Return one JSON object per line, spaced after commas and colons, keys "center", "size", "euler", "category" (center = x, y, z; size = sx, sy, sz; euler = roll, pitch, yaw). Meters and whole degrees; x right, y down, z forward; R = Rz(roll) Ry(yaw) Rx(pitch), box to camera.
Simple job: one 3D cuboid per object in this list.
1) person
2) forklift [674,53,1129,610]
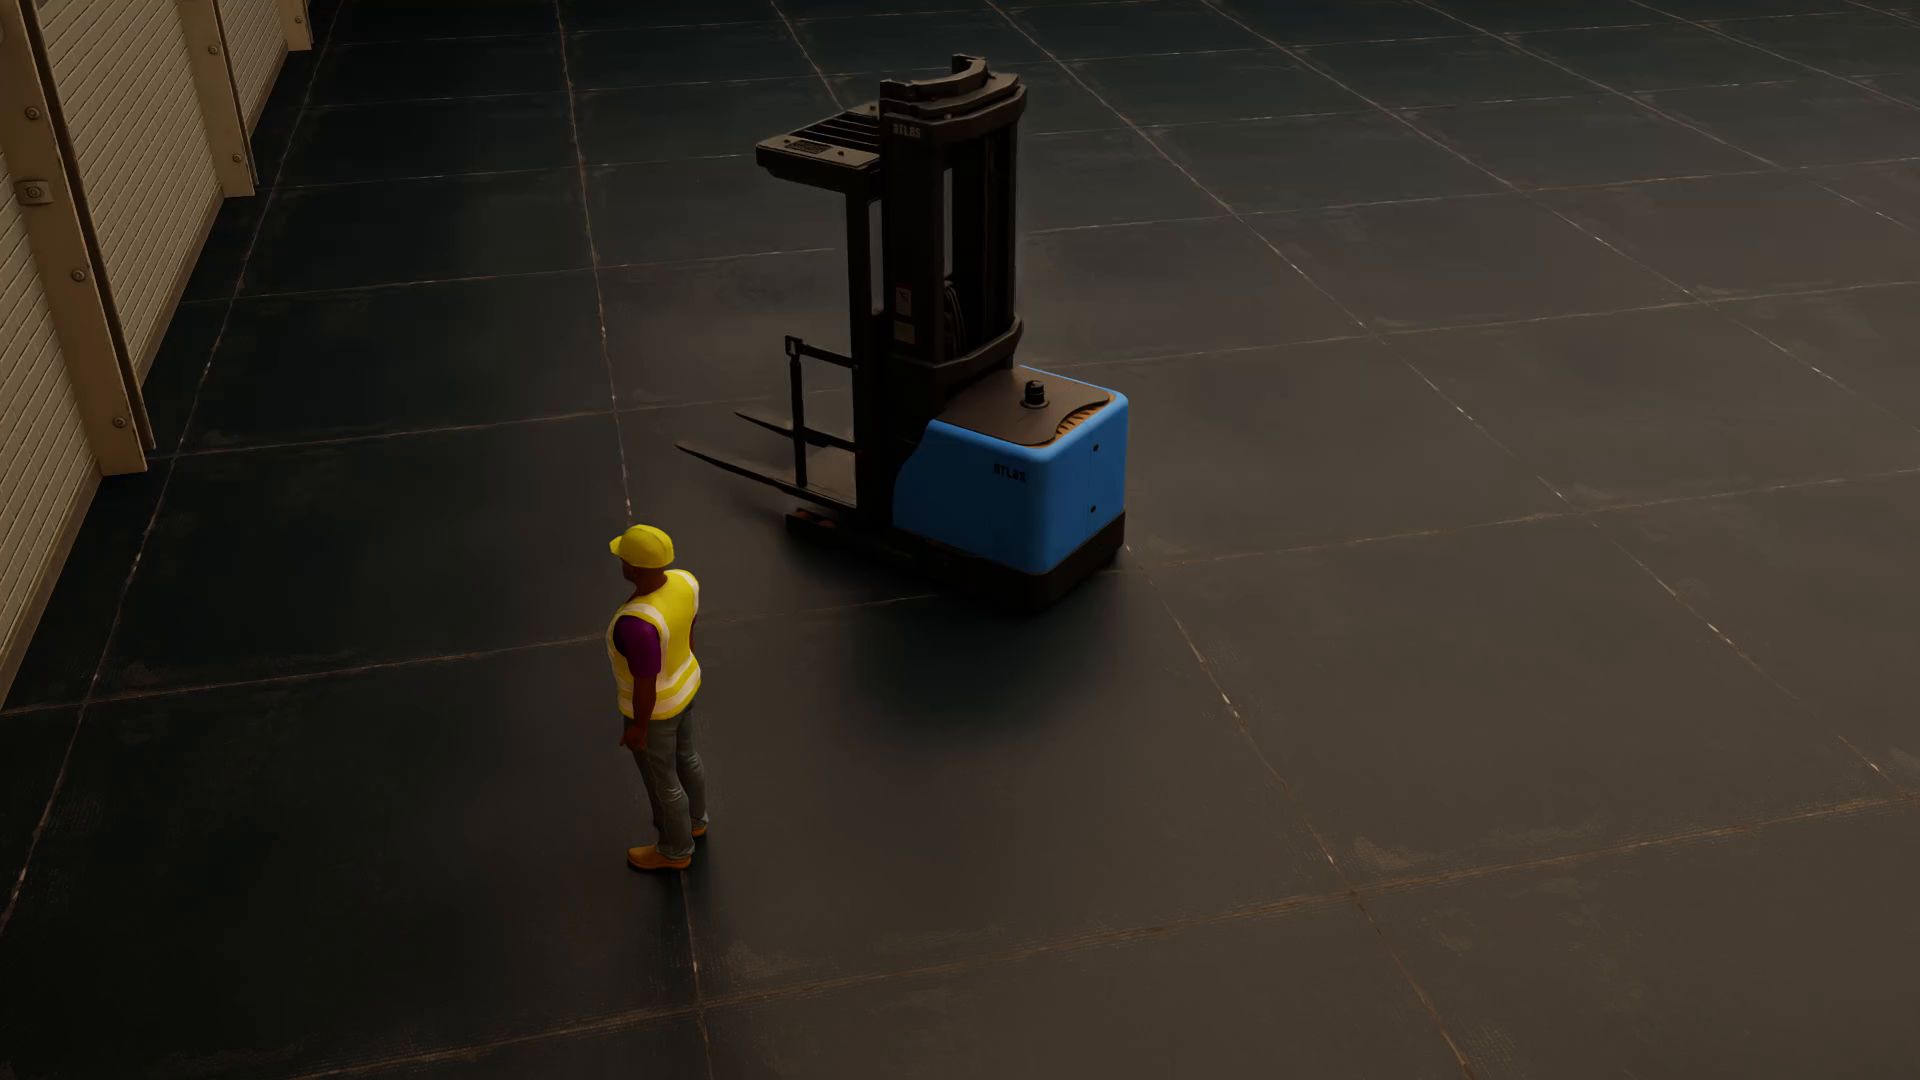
{"center": [-1.375, 0.709, 7.513], "size": [0.378, 1.771, 0.553], "euler": [8, 31, 13], "category": "person"}
{"center": [-0.488, -1.426, 10.038], "size": [3.031, 2.935, 1.130], "euler": [19, 35, 29], "category": "forklift"}
